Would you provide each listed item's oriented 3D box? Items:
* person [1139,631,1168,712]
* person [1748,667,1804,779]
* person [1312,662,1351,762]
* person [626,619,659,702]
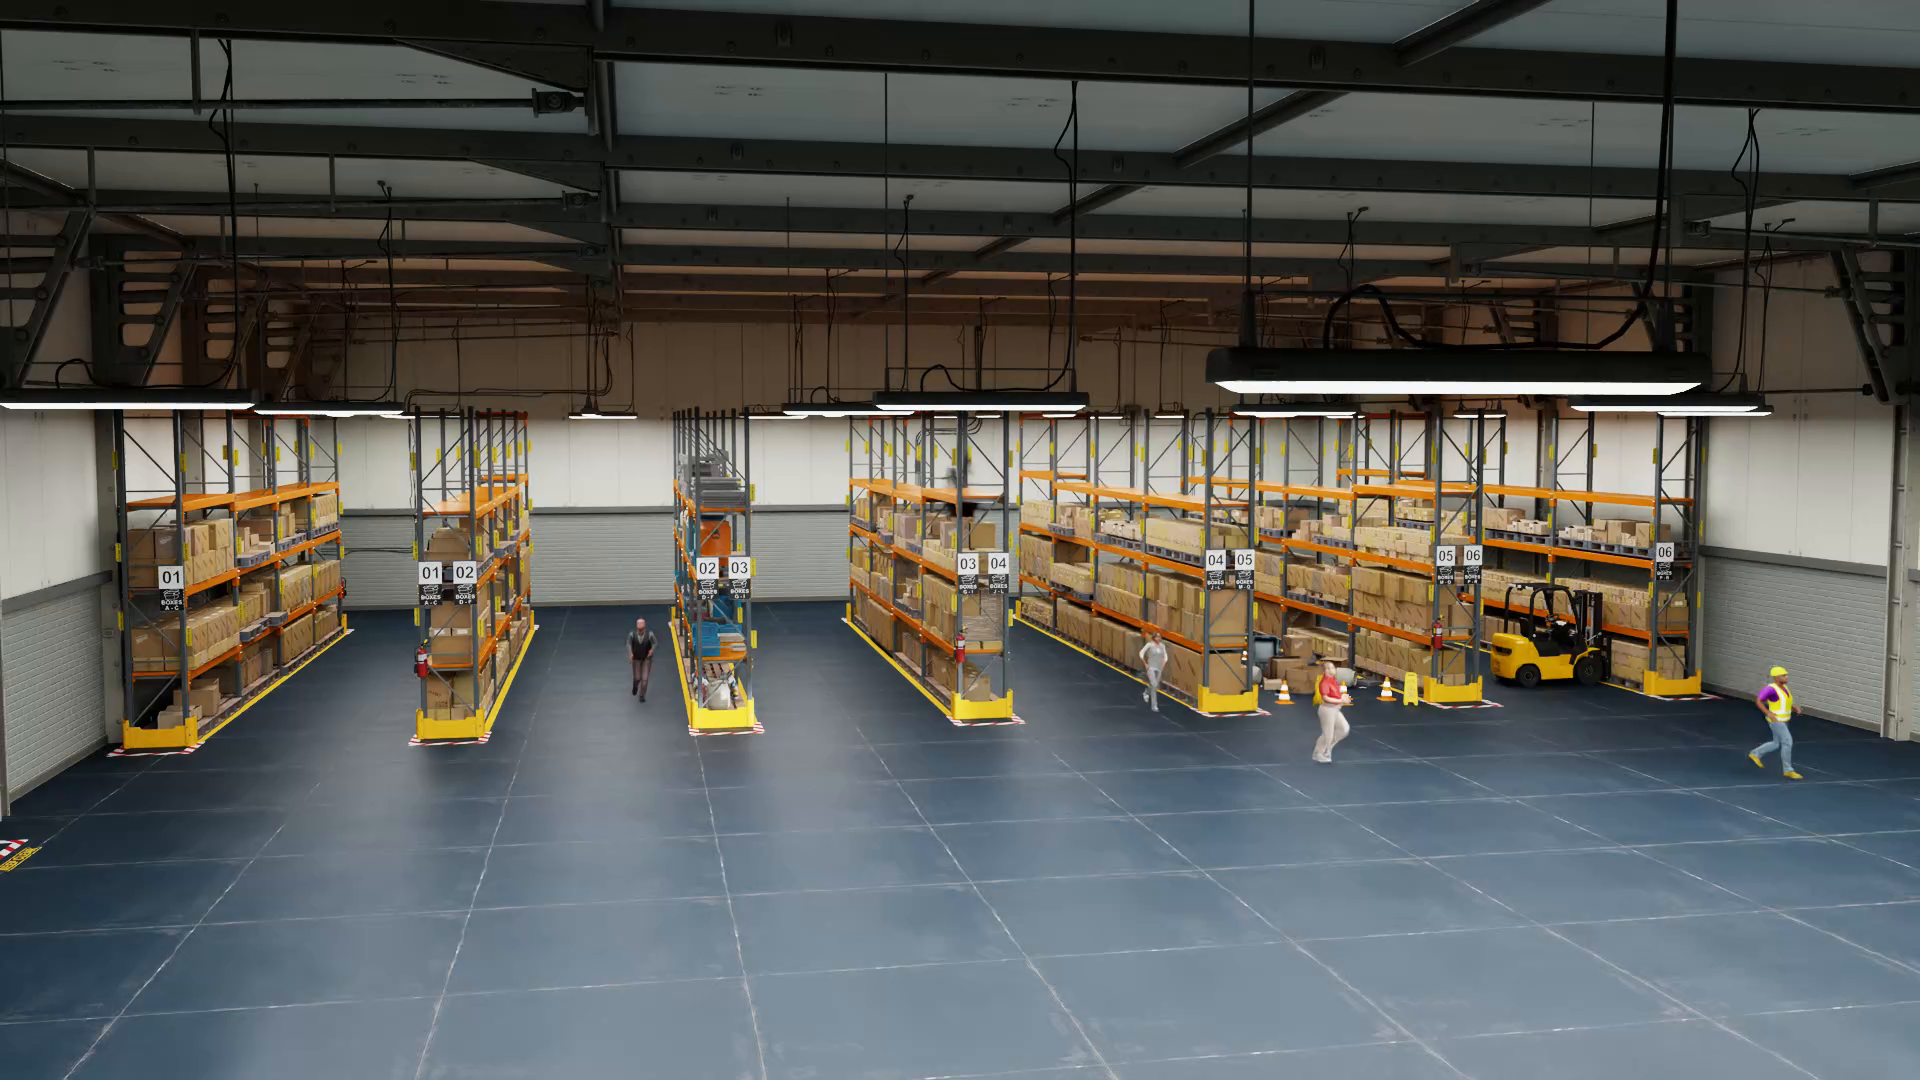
[{"bbox_3d":[3.861,2.607,33.200,0.569,1.602,0.751,-1,4,-20],"label":"person"},{"bbox_3d":[13.191,2.923,26.851,0.704,1.766,0.896,-4,6,-44],"label":"person"},{"bbox_3d":[6.241,2.884,27.869,0.648,1.691,0.646,2,5,30],"label":"person"},{"bbox_3d":[-6.516,2.464,34.126,0.656,1.692,0.627,-1,4,-8],"label":"person"}]
